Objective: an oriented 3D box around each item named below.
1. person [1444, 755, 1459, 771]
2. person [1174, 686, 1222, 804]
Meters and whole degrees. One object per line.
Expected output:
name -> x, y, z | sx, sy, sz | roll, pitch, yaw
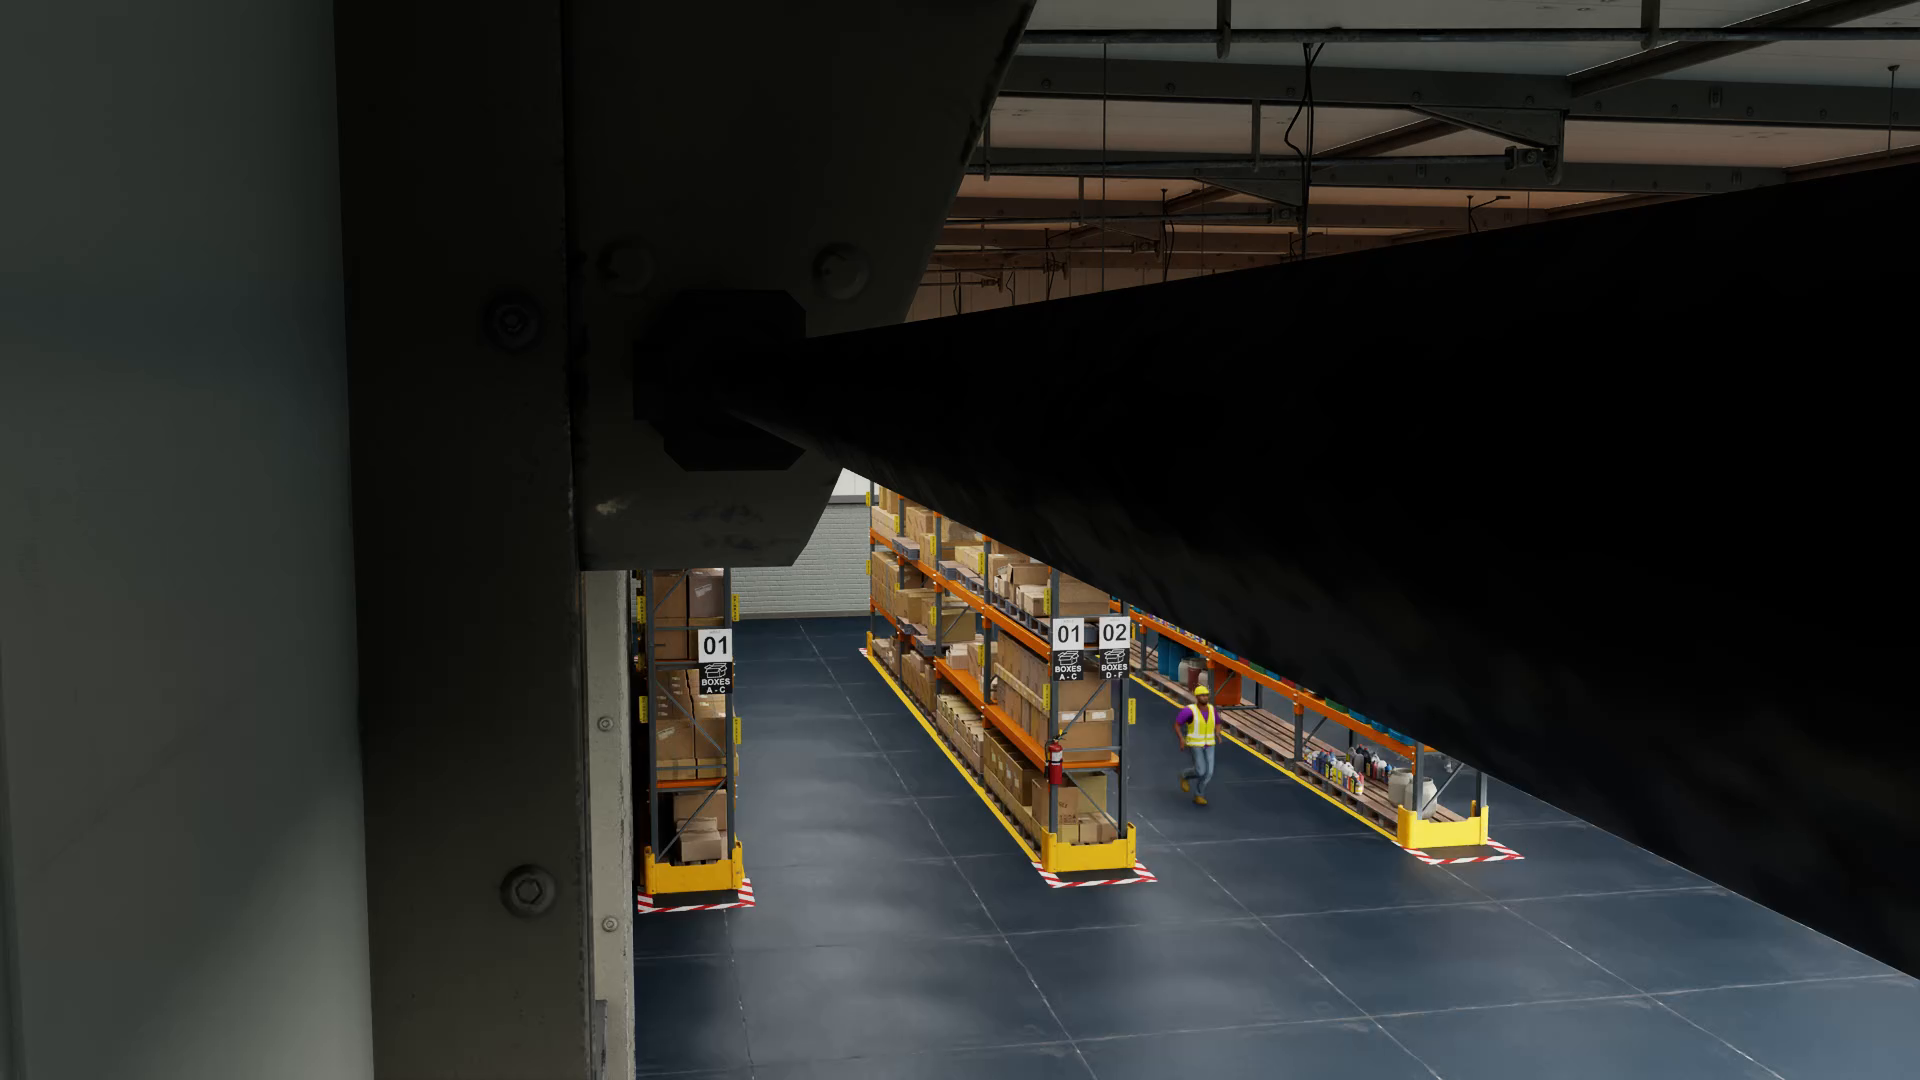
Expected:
person -> 7.875, 2.925, 25.812 | 0.570, 1.433, 0.828 | -3, 7, -30
person -> 3.494, 2.965, 24.147 | 0.717, 1.717, 0.591 | -2, 6, -21
